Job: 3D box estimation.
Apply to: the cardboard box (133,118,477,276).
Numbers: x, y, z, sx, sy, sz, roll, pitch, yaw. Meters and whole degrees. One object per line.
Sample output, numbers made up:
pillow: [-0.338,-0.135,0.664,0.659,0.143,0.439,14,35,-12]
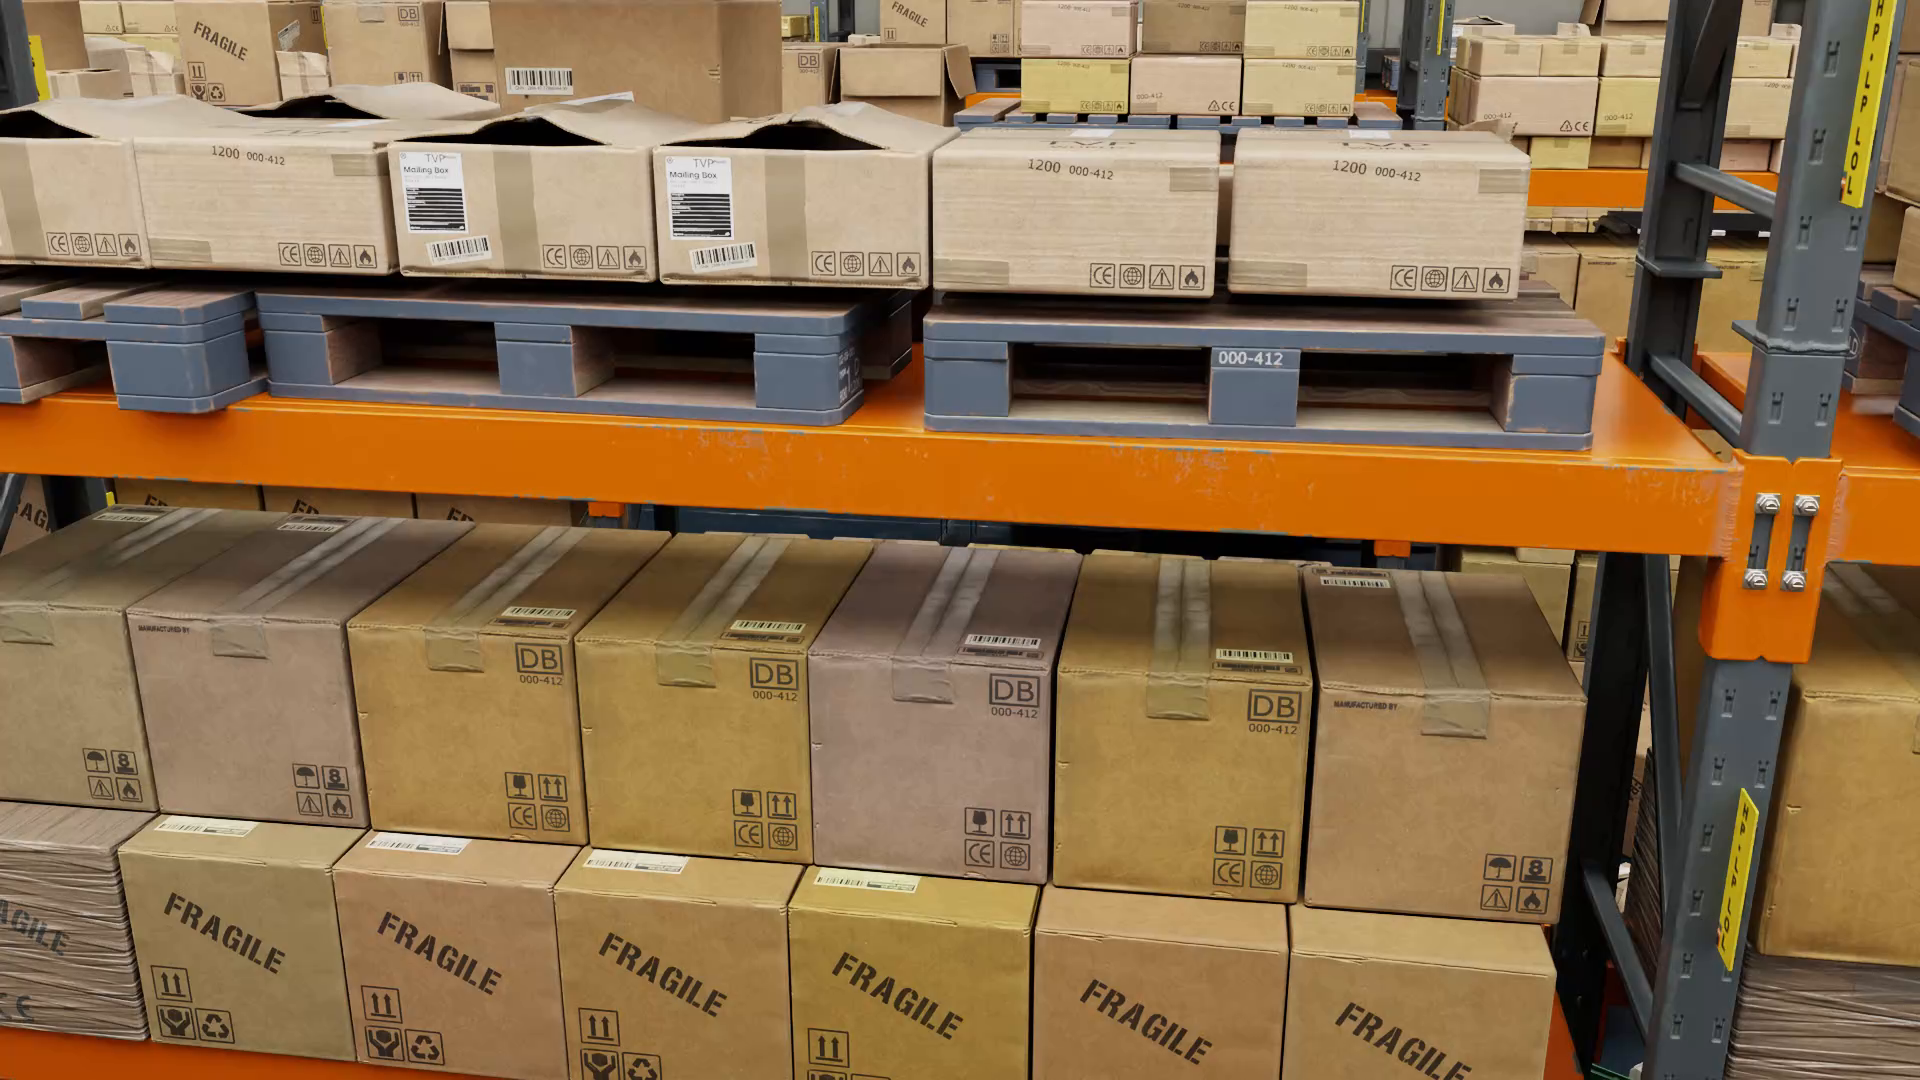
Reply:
cardboard box: [-1.285,-0.709,3.386,0.500,0.250,0.500,3,19,10]

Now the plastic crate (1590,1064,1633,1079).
plastic crate: [1.869,1.864,5.346,0.662,0.188,0.450,14,33,37]

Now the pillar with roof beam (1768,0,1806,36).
pillar with roof beam: [5.681,-3.764,8.371,0.400,9.000,9.100,3,19,9]

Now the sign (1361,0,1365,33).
sign: [2.882,-3.798,11.890,0.005,0.325,0.100,3,19,9]

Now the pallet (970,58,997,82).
pallet: [-0.306,-3.680,13.144,1.003,0.211,1.213,4,19,11]

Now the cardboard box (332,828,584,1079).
cardboard box: [-1.059,0.868,3.824,0.500,0.500,0.500,3,19,9]

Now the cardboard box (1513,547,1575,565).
cardboard box: [2.829,-0.016,8.090,0.250,0.149,0.380,3,19,9]

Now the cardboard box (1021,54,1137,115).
cardboard box: [0.573,-2.184,7.951,0.500,0.250,0.500,3,19,9]

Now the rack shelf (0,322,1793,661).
rack shelf: [-0.485,-0.223,3.648,4.000,0.370,1.077,3,19,9]

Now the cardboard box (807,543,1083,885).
cardboard box: [-0.008,0.364,3.755,0.500,0.500,0.700,3,19,9]

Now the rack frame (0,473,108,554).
rack frame: [-2.460,0.758,4.311,0.127,3.000,1.000,3,19,9]

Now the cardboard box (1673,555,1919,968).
cardboard box: [1.849,0.405,3.426,0.550,0.550,0.875,3,19,9]

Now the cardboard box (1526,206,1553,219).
cardboard box: [4.251,-2.494,12.382,0.250,0.149,0.380,3,19,8]

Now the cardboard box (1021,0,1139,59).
cardboard box: [0.572,-2.418,7.861,0.500,0.250,0.500,3,19,10]

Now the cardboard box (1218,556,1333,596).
cardboard box: [1.657,0.425,8.786,0.625,0.372,0.950,3,19,9]

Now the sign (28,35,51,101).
sign: [-2.364,-1.121,4.258,0.005,0.325,0.100,3,19,9]

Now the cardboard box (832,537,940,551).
cardboard box: [-0.488,0.315,9.113,0.625,0.372,0.950,3,19,8]

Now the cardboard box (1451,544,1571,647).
cardboard box: [2.715,0.267,8.268,0.500,0.500,0.500,4,19,11]

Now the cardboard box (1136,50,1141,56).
cardboard box: [0.660,-2.346,8.434,0.500,0.250,0.500,3,19,8]

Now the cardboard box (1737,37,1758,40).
cardboard box: [3.554,-2.283,7.811,0.250,0.149,0.380,3,19,8]

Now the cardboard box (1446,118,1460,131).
cardboard box: [2.535,-1.980,8.161,0.250,0.149,0.380,3,19,9]

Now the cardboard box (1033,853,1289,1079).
cardboard box: [0.433,0.944,3.597,0.500,0.500,0.500,3,19,8]

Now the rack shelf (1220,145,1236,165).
rack shelf: [0.200,-1.779,8.298,4.000,0.370,1.077,3,19,9]

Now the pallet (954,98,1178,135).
pallet: [0.558,-2.046,8.258,1.003,0.211,1.213,3,19,9]

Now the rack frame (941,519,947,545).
rack frame: [-0.108,-0.432,11.177,0.006,0.900,0.240,3,19,9]

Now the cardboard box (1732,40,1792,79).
cardboard box: [3.463,-2.122,7.329,0.250,0.149,0.380,2,19,7]

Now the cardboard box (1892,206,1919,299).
cardboard box: [1.795,-0.466,2.817,0.250,0.149,0.380,3,19,8]

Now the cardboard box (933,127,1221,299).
cardboard box: [0.236,-0.632,3.154,0.500,0.250,0.500,3,19,8]

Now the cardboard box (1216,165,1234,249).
cardboard box: [0.505,-0.721,3.579,0.380,0.149,0.250,3,19,9]

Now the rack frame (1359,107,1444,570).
rack frame: [2.175,-0.597,8.359,0.127,3.000,1.000,3,19,9]

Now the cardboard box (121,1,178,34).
cardboard box: [-6.478,-4.285,13.634,0.500,0.250,0.500,3,19,10]

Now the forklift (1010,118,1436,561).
forklift: [1.881,-1.292,10.545,3.031,2.935,1.130,3,19,7]

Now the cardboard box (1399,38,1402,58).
cardboard box: [3.354,-3.584,12.137,0.250,0.149,0.380,3,19,10]

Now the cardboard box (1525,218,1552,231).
cardboard box: [4.240,-2.342,12.396,0.250,0.149,0.380,3,19,8]

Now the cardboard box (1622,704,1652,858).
cardboard box: [3.017,1.068,7.320,0.500,0.500,0.500,-15,24,-38]

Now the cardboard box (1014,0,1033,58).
cardboard box: [0.691,-3.906,12.544,0.500,0.500,0.500,3,19,10]

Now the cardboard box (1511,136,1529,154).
cardboard box: [2.447,-1.806,7.643,0.250,0.149,0.380,3,19,8]

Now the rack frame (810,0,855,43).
rack frame: [-0.991,-5.198,12.657,0.127,3.000,1.000,3,19,9]

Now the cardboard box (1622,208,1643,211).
cardboard box: [5.006,-2.474,12.321,0.250,0.149,0.380,3,19,9]

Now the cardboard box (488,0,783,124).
cardboard box: [-0.699,-0.959,3.737,0.500,0.500,0.500,3,19,9]

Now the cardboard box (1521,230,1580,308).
cardboard box: [2.575,-1.169,7.868,0.500,0.500,0.700,3,19,8]

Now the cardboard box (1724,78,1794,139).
cardboard box: [3.569,-1.929,7.381,0.500,0.250,0.500,3,19,9]

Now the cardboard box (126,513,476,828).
cardboard box: [-1.518,0.287,3.984,0.500,0.500,0.700,3,19,8]

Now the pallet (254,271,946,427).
pallet: [-0.711,-0.504,3.652,1.213,0.211,1.003,4,19,11]

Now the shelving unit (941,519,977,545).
shelving unit: [-0.008,-0.427,11.162,0.210,0.900,0.258,3,19,9]

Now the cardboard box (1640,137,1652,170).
cardboard box: [3.197,-1.774,7.546,0.250,0.149,0.380,3,19,10]

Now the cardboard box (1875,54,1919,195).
cardboard box: [2.016,-0.835,3.293,0.500,0.250,0.500,3,19,8]

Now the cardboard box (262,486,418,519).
cardboard box: [-3.323,-0.096,9.551,0.875,0.875,0.875,3,19,9]

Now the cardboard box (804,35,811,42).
cardboard box: [-1.313,-3.987,13.372,0.250,0.149,0.380,3,19,9]

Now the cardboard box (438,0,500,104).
cardboard box: [-2.170,-2.440,8.317,0.637,0.503,0.797,2,19,5]

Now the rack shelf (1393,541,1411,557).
rack shelf: [4.150,-0.155,8.172,4.000,0.370,1.077,3,19,9]

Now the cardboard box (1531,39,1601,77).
cardboard box: [2.696,-2.156,7.431,0.250,0.149,0.380,3,19,10]

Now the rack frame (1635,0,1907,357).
rack frame: [1.490,-1.886,2.757,0.127,3.000,1.000,3,19,9]

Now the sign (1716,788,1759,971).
sign: [1.413,0.618,3.028,0.005,0.325,0.100,3,19,9]

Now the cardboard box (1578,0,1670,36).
cardboard box: [4.865,-3.739,12.040,0.637,0.503,0.797,4,19,10]

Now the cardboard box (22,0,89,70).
cardboard box: [-4.899,-2.533,8.600,0.500,0.500,0.500,3,19,8]

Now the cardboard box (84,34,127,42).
cardboard box: [-6.972,-4.073,13.788,0.500,0.250,0.500,3,19,8]

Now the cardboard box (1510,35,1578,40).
cardboard box: [2.792,-2.342,7.986,0.250,0.149,0.380,2,19,7]

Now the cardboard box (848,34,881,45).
cardboard box: [-0.694,-3.799,12.751,0.250,0.166,0.380,3,19,9]

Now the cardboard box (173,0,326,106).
cardboard box: [-3.560,-2.465,8.396,0.500,0.500,0.500,3,19,9]
